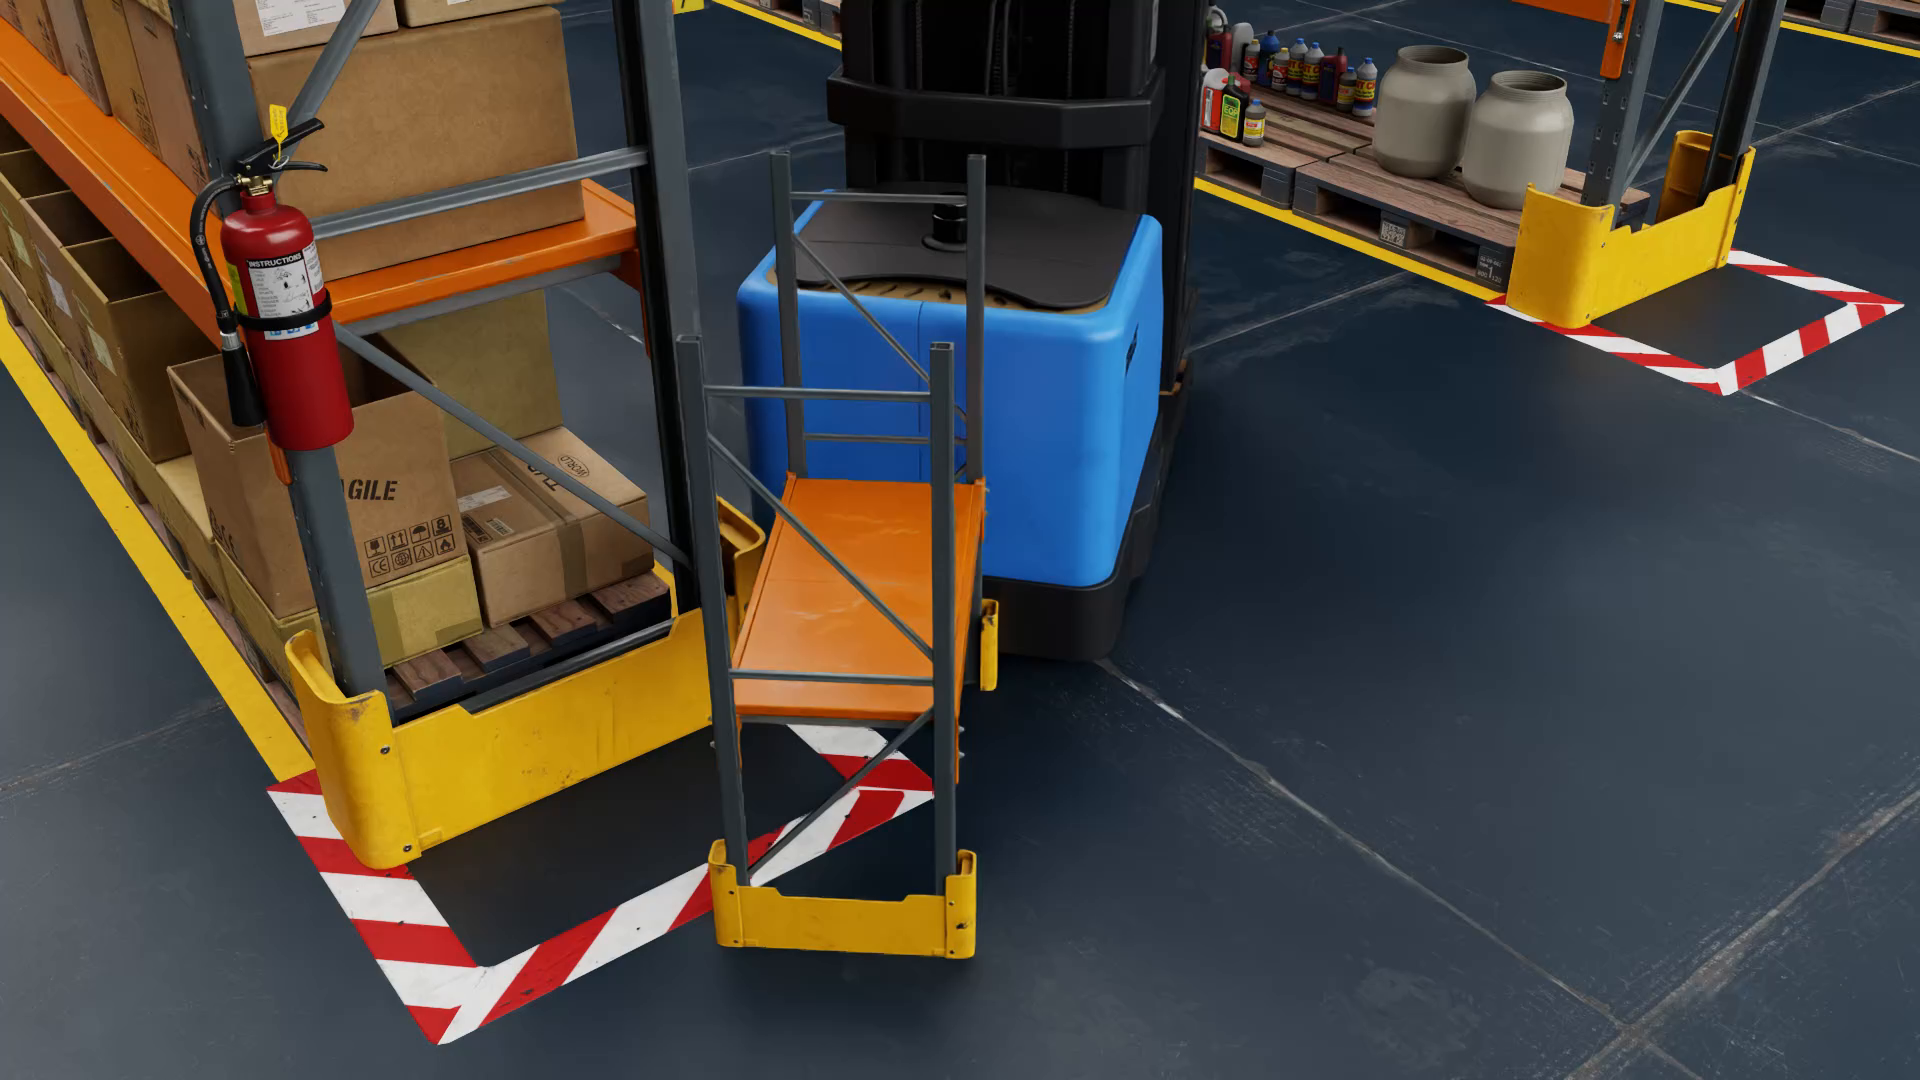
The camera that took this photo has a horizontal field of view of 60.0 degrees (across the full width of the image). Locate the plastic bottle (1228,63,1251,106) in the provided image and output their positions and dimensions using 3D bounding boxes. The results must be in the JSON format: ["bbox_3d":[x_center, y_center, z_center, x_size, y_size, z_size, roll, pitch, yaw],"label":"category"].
[{"bbox_3d":[1.334,-2.148,8.023,0.061,0.283,0.133,-22,38,-31],"label":"plastic bottle"}]

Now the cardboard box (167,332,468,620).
[{"bbox_3d":[-1.623,-0.198,4.223,0.500,0.500,0.500,-22,38,-31],"label":"cardboard box"}]

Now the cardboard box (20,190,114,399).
[{"bbox_3d":[-2.554,-0.819,5.222,0.500,0.500,0.500,-22,38,-31],"label":"cardboard box"}]

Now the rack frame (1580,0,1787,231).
[{"bbox_3d":[2.855,-2.343,6.179,1.000,3.000,0.127,-22,38,-31],"label":"rack frame"}]

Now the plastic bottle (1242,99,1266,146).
[{"bbox_3d":[1.383,-1.964,7.805,0.097,0.201,0.097,0,32,0],"label":"plastic bottle"}]

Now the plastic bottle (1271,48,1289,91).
[{"bbox_3d":[1.658,-2.423,8.544,0.097,0.201,0.097,0,32,0],"label":"plastic bottle"}]

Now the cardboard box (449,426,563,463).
[{"bbox_3d":[-1.522,-0.255,5.025,0.500,0.250,0.500,-22,38,-31],"label":"cardboard box"}]

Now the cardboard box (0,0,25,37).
[{"bbox_3d":[-2.907,-2.051,5.614,0.700,0.500,0.500,-23,38,-32],"label":"cardboard box"}]

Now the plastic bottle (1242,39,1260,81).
[{"bbox_3d":[1.532,-2.509,8.681,0.097,0.201,0.097,0,32,0],"label":"plastic bottle"}]

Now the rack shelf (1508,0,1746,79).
[{"bbox_3d":[1.629,-2.871,7.711,1.077,0.370,4.000,-22,38,-31],"label":"rack shelf"}]

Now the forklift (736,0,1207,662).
[{"bbox_3d":[0.235,-1.677,5.172,1.130,2.935,3.031,7,33,11],"label":"forklift"}]

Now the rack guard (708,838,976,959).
[{"bbox_3d":[-0.259,0.803,3.720,0.587,0.250,0.087,2,32,3],"label":"rack guard"}]

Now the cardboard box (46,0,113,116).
[{"bbox_3d":[-2.287,-1.627,4.932,0.700,0.500,0.500,-21,38,-30],"label":"cardboard box"}]

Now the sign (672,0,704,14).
[{"bbox_3d":[-0.617,-1.320,3.637,0.100,0.325,0.005,-22,38,-31],"label":"sign"}]

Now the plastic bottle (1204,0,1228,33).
[{"bbox_3d":[1.341,-2.682,8.818,0.144,0.351,0.185,-23,38,-32],"label":"plastic bottle"}]

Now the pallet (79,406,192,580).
[{"bbox_3d":[-2.306,-0.370,5.646,1.003,0.211,1.213,-22,38,-31],"label":"pallet"}]

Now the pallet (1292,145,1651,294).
[{"bbox_3d":[2.278,-1.515,7.489,1.003,0.211,1.213,-22,38,-31],"label":"pallet"}]

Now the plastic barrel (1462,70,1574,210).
[{"bbox_3d":[2.392,-1.714,7.126,0.421,0.512,0.421,0,32,0],"label":"plastic barrel"}]

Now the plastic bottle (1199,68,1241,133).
[{"bbox_3d":[1.250,-2.110,7.969,0.152,0.276,0.135,-22,38,-31],"label":"plastic bottle"}]

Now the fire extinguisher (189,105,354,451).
[{"bbox_3d":[-1.354,-0.509,3.300,0.296,0.674,0.183,-22,38,-31],"label":"fire extinguisher"}]

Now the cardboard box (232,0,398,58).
[{"bbox_3d":[-1.444,-1.157,3.561,0.380,0.149,0.250,-23,39,-32],"label":"cardboard box"}]

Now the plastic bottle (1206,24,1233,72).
[{"bbox_3d":[1.354,-2.549,8.669,0.061,0.283,0.133,-22,38,-31],"label":"plastic bottle"}]

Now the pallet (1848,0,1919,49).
[{"bbox_3d":[6.251,-3.142,10.109,1.003,0.211,1.213,-22,38,-31],"label":"pallet"}]

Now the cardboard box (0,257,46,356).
[{"bbox_3d":[-3.165,-0.918,6.092,0.500,0.250,0.500,-22,38,-31],"label":"cardboard box"}]

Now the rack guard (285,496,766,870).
[{"bbox_3d":[-1.045,0.330,4.244,1.175,0.500,0.348,-22,38,-31],"label":"rack guard"}]

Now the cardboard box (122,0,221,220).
[{"bbox_3d":[-1.662,-1.200,4.244,0.700,0.500,0.500,-21,38,-30],"label":"cardboard box"}]

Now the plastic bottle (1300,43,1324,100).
[{"bbox_3d":[1.780,-2.370,8.391,0.097,0.271,0.097,0,32,0],"label":"plastic bottle"}]

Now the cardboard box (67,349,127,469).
[{"bbox_3d":[-2.551,-0.501,5.422,0.500,0.250,0.500,-22,38,-31],"label":"cardboard box"}]

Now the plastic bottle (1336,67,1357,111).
[{"bbox_3d":[1.926,-2.240,8.249,0.097,0.201,0.097,0,32,0],"label":"plastic bottle"}]

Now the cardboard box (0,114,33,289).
[{"bbox_3d":[-3.163,-1.237,5.896,0.500,0.500,0.500,-22,38,-31],"label":"cardboard box"}]

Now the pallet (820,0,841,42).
[{"bbox_3d":[-0.110,-3.140,10.105,1.003,0.211,1.213,-22,38,-31],"label":"pallet"}]

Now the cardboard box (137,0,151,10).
[{"bbox_3d":[-1.763,-1.372,3.907,0.380,0.149,0.250,-23,38,-32],"label":"cardboard box"}]

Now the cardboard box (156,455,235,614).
[{"bbox_3d":[-1.938,-0.084,4.751,0.500,0.250,0.500,-22,38,-31],"label":"cardboard box"}]

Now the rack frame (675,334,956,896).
[{"bbox_3d":[-0.260,0.282,3.374,0.500,1.500,0.032,2,32,3],"label":"rack frame"}]

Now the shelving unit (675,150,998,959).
[{"bbox_3d":[-0.224,0.010,3.812,0.587,1.500,1.083,2,32,3],"label":"shelving unit"}]
